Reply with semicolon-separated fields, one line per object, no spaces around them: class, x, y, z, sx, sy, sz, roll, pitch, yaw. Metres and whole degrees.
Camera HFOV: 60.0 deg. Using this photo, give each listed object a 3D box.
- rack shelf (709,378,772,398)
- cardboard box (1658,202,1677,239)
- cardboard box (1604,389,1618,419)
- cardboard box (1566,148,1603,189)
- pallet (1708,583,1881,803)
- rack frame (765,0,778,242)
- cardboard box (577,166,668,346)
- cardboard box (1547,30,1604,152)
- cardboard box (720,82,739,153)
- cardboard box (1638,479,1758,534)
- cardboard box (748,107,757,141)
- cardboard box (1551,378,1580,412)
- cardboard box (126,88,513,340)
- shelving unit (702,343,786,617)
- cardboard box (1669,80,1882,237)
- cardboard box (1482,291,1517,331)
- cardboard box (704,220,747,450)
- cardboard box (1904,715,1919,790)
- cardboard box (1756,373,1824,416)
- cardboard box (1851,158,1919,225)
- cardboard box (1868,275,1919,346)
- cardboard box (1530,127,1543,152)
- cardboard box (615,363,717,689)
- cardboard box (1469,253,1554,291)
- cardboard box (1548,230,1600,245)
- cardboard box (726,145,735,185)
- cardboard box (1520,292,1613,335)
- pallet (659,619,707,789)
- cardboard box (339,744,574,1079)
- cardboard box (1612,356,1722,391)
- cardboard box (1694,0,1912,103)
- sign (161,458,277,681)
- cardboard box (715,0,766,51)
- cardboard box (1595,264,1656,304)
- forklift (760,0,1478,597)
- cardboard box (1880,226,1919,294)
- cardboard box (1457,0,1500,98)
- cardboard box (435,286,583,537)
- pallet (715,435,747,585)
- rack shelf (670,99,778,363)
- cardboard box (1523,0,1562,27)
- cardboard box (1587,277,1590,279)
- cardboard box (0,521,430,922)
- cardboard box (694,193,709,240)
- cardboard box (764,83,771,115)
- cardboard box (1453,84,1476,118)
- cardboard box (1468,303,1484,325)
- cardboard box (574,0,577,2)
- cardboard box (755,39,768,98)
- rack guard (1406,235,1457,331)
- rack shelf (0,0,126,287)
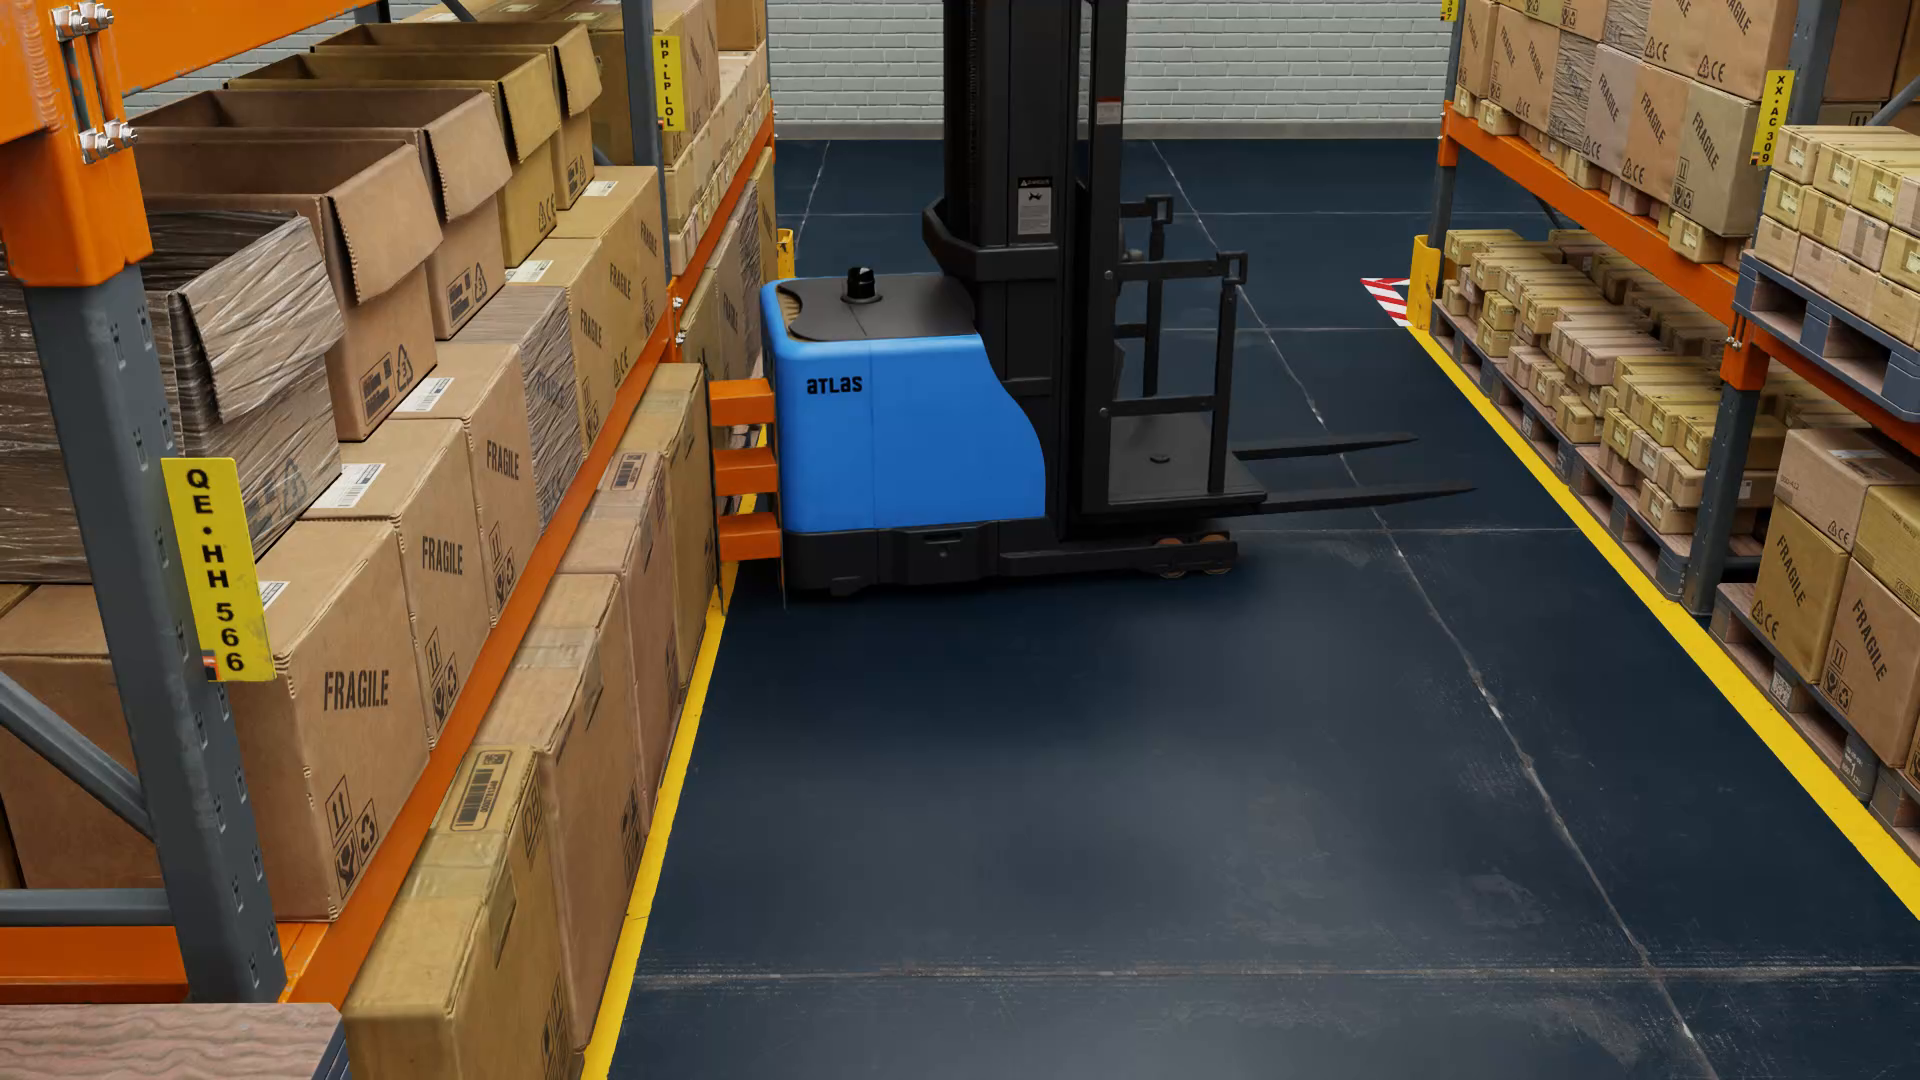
rack shelf;-0.838;-0.538;6.335;0.229;0.087;0.184;-5;25;-11
cardboard box;3.099;-1.306;6.802;0.380;0.149;0.250;1;24;2
cardboard box;3.129;-0.569;7.458;0.380;0.149;0.250;0;24;0
cardboard box;3.065;-1.734;7.748;0.380;0.149;0.250;0;24;0
pallet;3.401;0.504;5.880;1.003;0.211;1.213;0;24;-1
rack frame;-1.614;-2.755;9.702;1.000;3.000;0.127;0;24;-1
cardboard box;-1.292;-0.961;5.613;0.500;0.500;0.500;0;24;0
cardboard box;3.111;-2.098;7.767;0.500;0.500;0.500;-1;24;-2
cardboard box;-1.322;-1.990;7.832;0.500;0.250;0.500;0;24;0
cardboard box;3.046;-0.140;6.869;0.380;0.149;0.250;0;24;0
cardboard box;-1.273;-2.182;8.738;0.380;0.149;0.250;0;24;0
cardboard box;3.099;-0.674;8.051;0.380;0.149;0.250;0;24;0
cardboard box;-1.536;-0.807;4.057;0.797;0.503;0.637;1;24;1
shelving unit;-0.838;-0.226;6.476;0.252;1.050;0.215;-5;25;-11
cardboard box;3.103;-1.467;6.371;0.500;0.500;0.500;0;24;0
cardboard box;3.028;-1.227;8.912;0.380;0.149;0.250;0;24;1
cardboard box;-1.507;-0.973;7.831;0.875;0.875;0.875;0;24;-1
cardboard box;3.160;0.600;4.808;0.500;0.500;0.500;0;24;0
cardboard box;3.598;-0.612;7.190;0.380;0.149;0.250;-1;24;-1
cardboard box;2.944;-1.051;5.006;0.380;0.149;0.250;0;24;0
cardboard box;2.944;-0.679;4.907;0.380;0.149;0.250;0;24;0
cardboard box;3.135;-2.052;8.453;0.380;0.149;0.250;0;24;-1
cardboard box;-1.543;-0.066;5.826;1.225;0.875;0.875;0;24;0
cardboard box;3.011;-1.464;9.076;0.380;0.149;0.250;0;24;-1
cardboard box;3.606;-1.682;9.557;0.380;0.149;0.250;0;24;0
cardboard box;-1.259;-1.758;7.802;0.380;0.149;0.250;-1;24;-2
cardboard box;3.047;-1.140;8.358;0.380;0.149;0.250;0;24;0
pallet;-1.486;0.481;5.930;1.003;0.211;1.213;0;24;-1
cardboard box;-1.513;1.034;3.393;1.225;0.875;0.875;-1;24;-3
cardboard box;3.149;-0.711;7.411;0.380;0.149;0.250;1;24;1
cardboard box;3.115;-1.917;6.152;0.500;0.500;0.500;-1;24;-2
sign;-0.984;0.044;2.205;0.100;0.325;0.005;0;24;-1
cardboard box;-1.346;-2.964;9.075;0.500;0.500;0.500;0;24;0
cardboard box;3.621;-1.365;8.857;0.380;0.149;0.250;-1;24;-3
forklift;0.700;-1.386;6.757;3.031;2.935;1.130;-4;25;-9
cardboard box;2.947;-0.815;4.847;0.380;0.149;0.250;-1;24;-3
cardboard box;3.076;-2.731;9.165;0.500;0.500;0.500;1;24;2
cardboard box;-1.280;-0.335;4.230;0.500;0.500;0.500;0;24;0
pallet;-1.500;-0.150;7.326;1.003;0.211;1.213;0;24;-1
rack shelf;-1.592;-1.603;8.028;1.077;0.370;4.000;0;24;-1
cardboard box;3.082;-2.764;8.025;0.500;0.500;0.500;-1;24;-2
cardboard box;3.587;-1.440;9.382;0.380;0.149;0.250;-1;24;-2
cardboard box;-1.260;0.294;2.838;0.500;0.500;0.500;0;24;1
cardboard box;-1.247;-1.333;6.861;0.380;0.149;0.250;1;24;1
cardboard box;-1.281;-2.495;9.432;0.380;0.149;0.250;0;24;0
cardboard box;3.023;-2.486;9.412;0.380;0.149;0.250;0;24;-1
cardboard box;3.117;-1.303;9.442;0.380;0.149;0.250;0;24;-1
cardboard box;-1.861;-2.546;8.149;0.500;0.500;0.500;-1;24;-2
cardboard box;-1.343;-2.624;9.232;0.500;0.250;0.500;-1;24;-1
rack guard;3.348;-1.566;10.105;1.175;0.500;0.348;0;24;-1
rack shelf;-1.505;0.327;0.121;1.077;0.370;4.000;0;24;-1
